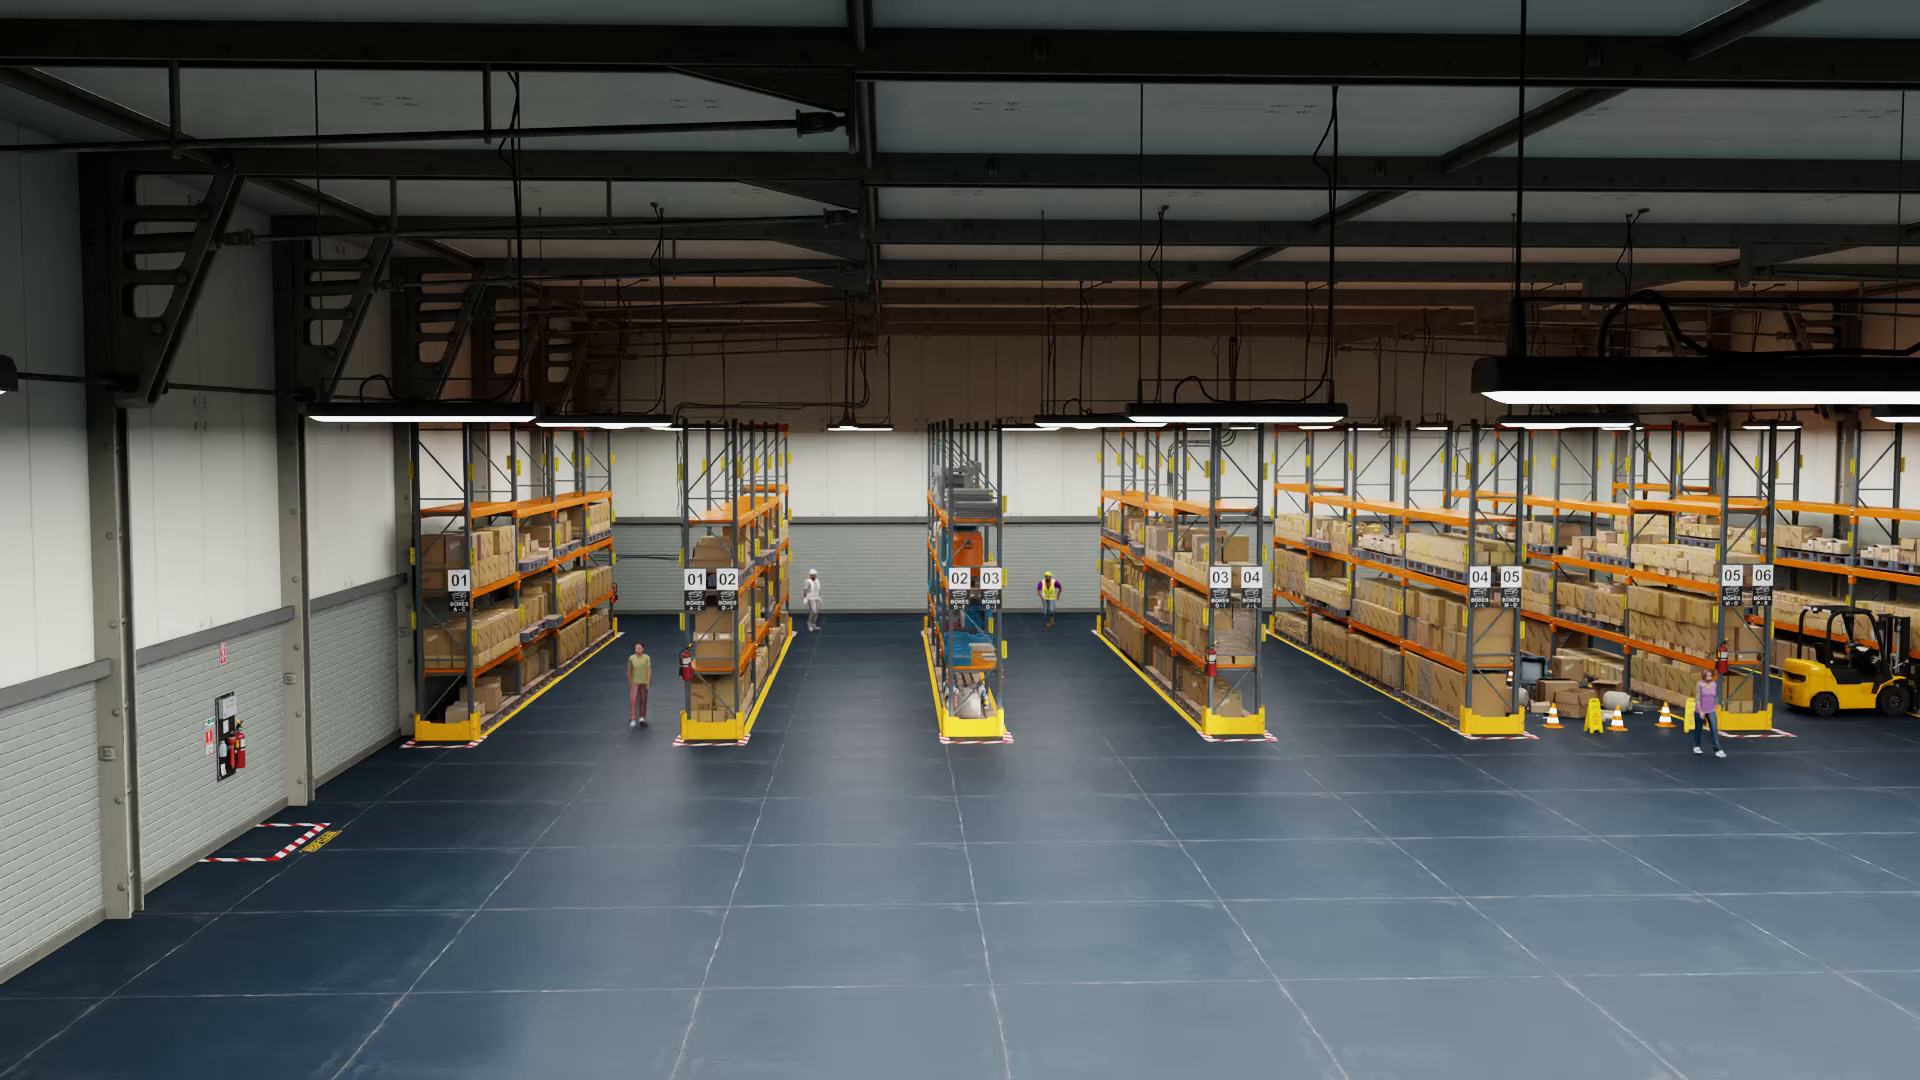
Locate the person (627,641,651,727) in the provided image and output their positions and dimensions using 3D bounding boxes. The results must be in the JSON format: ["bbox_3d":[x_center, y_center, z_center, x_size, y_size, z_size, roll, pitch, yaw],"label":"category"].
[{"bbox_3d":[-6.276,2.799,32.592,0.459,1.619,0.964,-1,4,-15],"label":"person"}]

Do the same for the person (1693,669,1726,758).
[{"bbox_3d":[13.200,3.045,29.360,0.435,1.551,0.942,0,4,7],"label":"person"}]

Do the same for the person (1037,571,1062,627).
[{"bbox_3d":[2.638,1.745,49.142,0.740,1.669,0.686,0,4,7],"label":"person"}]

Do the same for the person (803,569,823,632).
[{"bbox_3d":[-4.233,1.747,48.084,0.426,1.803,0.638,2,4,33],"label":"person"}]
